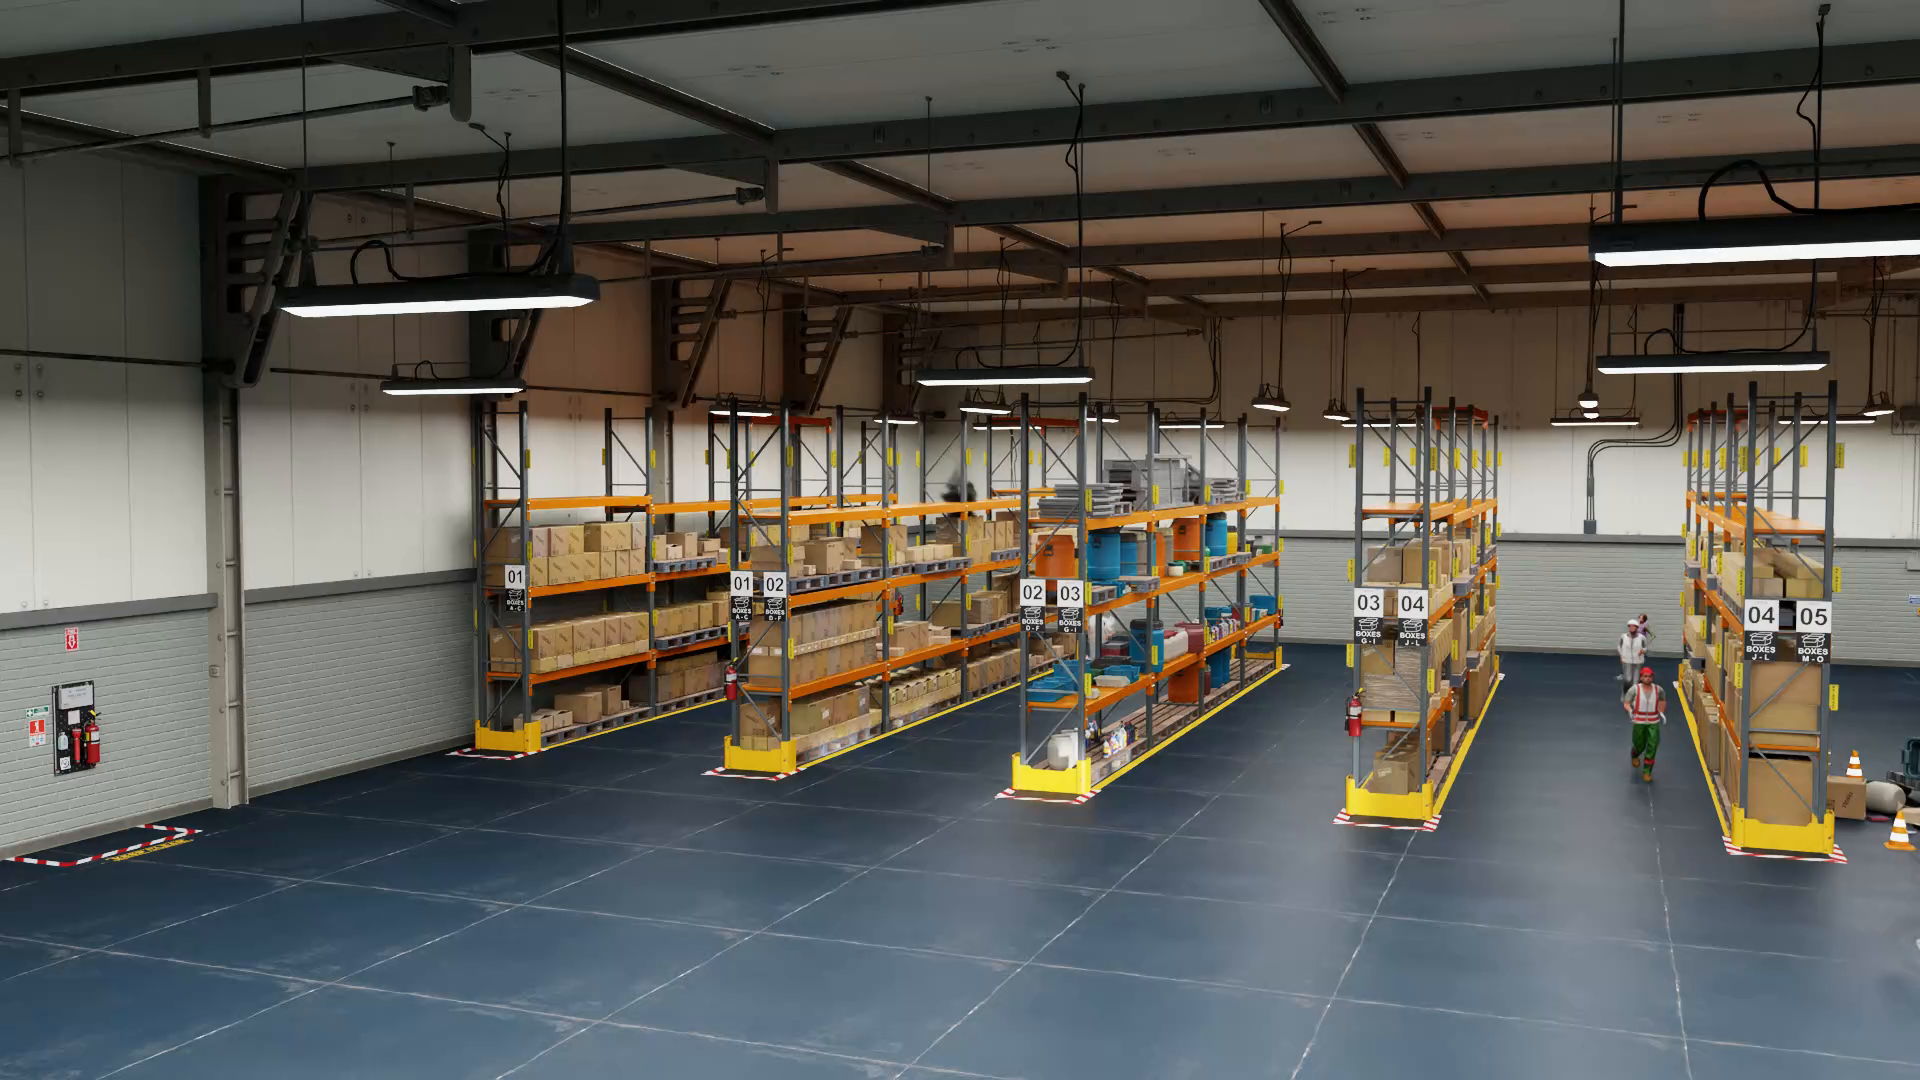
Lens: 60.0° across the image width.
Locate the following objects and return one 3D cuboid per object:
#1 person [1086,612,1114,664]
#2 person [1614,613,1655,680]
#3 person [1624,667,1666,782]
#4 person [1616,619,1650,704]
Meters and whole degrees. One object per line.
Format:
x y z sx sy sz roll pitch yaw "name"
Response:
3.089 2.332 37.024 0.663 1.785 0.837 1 3 14 "person"
15.260 2.411 37.705 0.760 1.529 0.688 0 3 2 "person"
10.730 2.854 26.042 0.643 1.758 0.873 1 3 12 "person"
13.644 2.483 33.711 0.639 1.744 0.645 1 3 20 "person"
